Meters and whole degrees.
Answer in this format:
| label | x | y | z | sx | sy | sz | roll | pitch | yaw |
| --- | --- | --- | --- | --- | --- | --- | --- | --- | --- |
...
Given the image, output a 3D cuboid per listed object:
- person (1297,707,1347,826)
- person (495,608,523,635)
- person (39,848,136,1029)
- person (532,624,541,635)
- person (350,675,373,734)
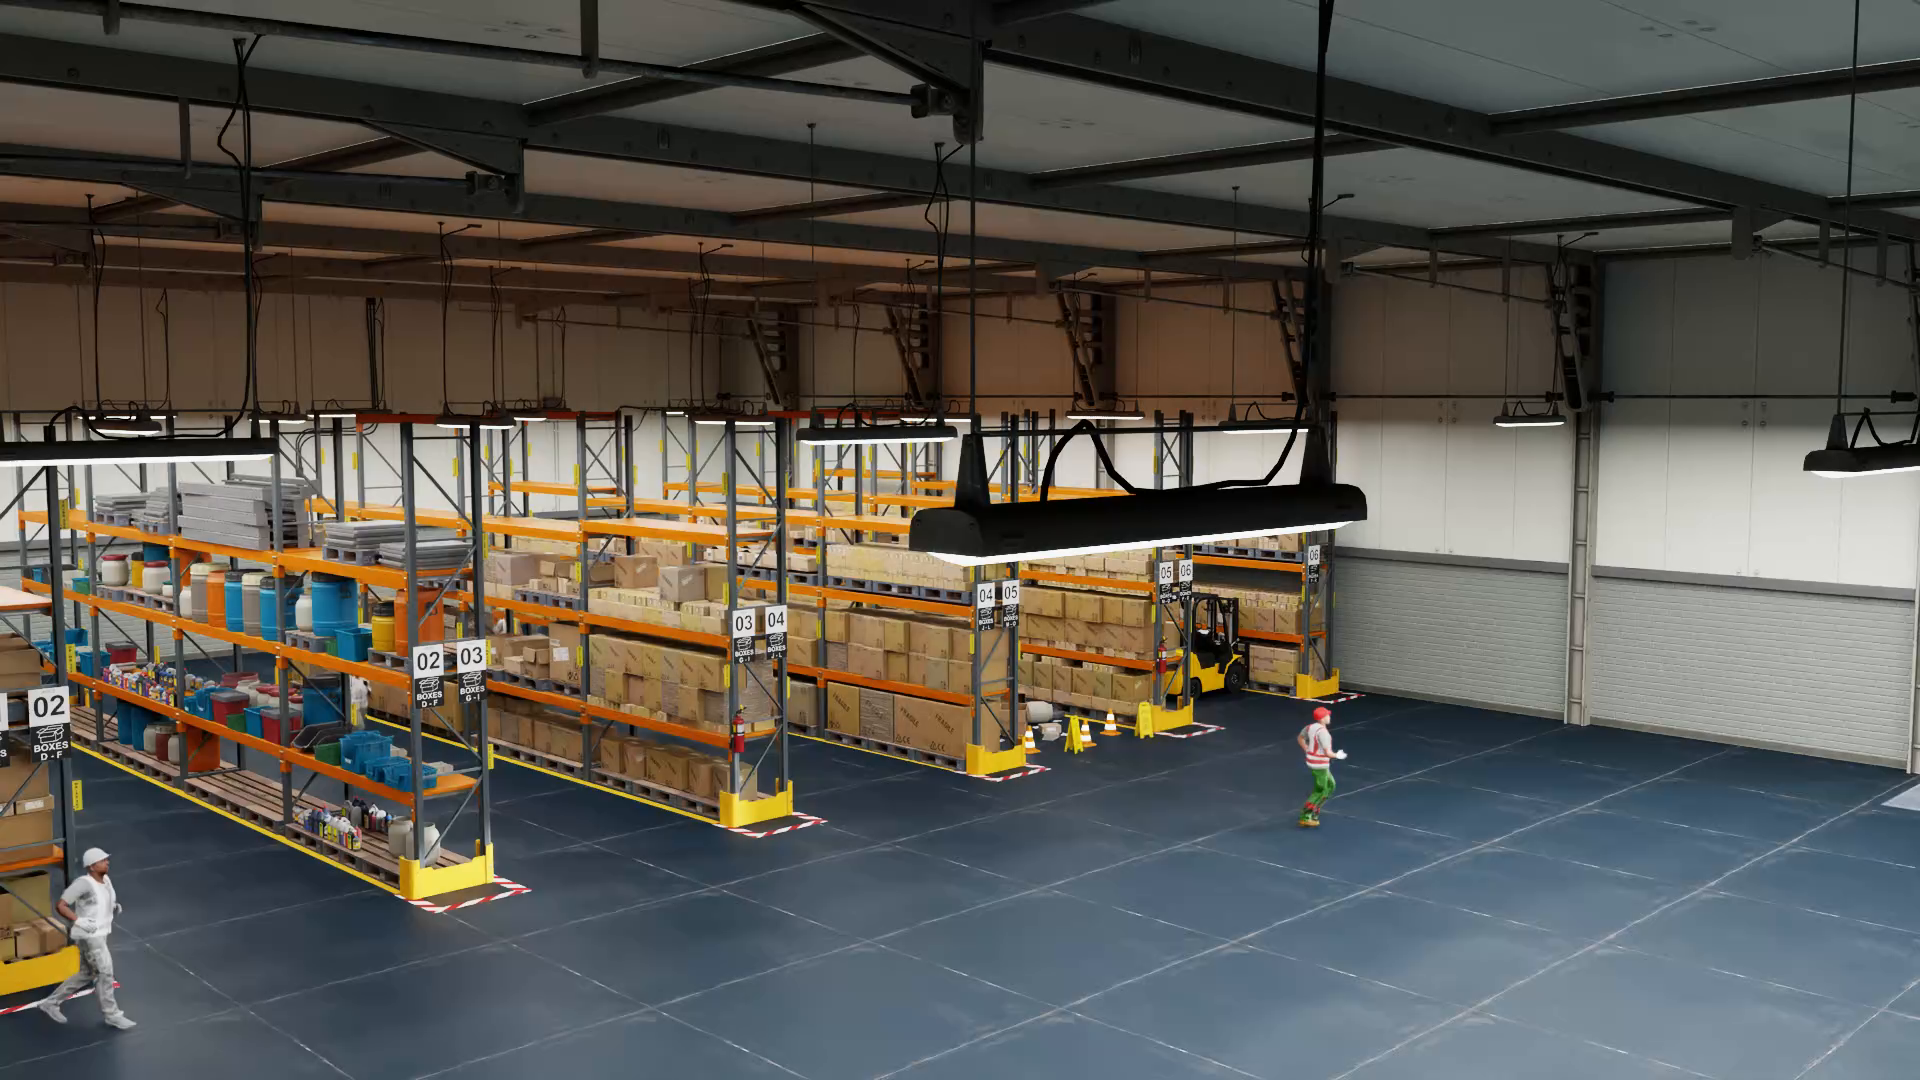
| label | x | y | z | sx | sy | sz | roll | pitch | yaw |
| --- | --- | --- | --- | --- | --- | --- | --- | --- | --- |
| person | 5.315 | 3.330 | 24.441 | 0.676 | 1.785 | 0.686 | 0 | 5 | -5 |
| person | -9.763 | 2.317 | 35.992 | 0.668 | 1.789 | 0.986 | -4 | 6 | -36 |
| person | -8.773 | 4.005 | 16.784 | 0.926 | 1.793 | 0.708 | -1 | 5 | -8 |
| person | -10.528 | 1.949 | 40.919 | 0.800 | 1.759 | 0.771 | 1 | 5 | 7 |
| person | -10.550 | 2.972 | 29.089 | 0.801 | 1.726 | 0.536 | 3 | 6 | 31 |
